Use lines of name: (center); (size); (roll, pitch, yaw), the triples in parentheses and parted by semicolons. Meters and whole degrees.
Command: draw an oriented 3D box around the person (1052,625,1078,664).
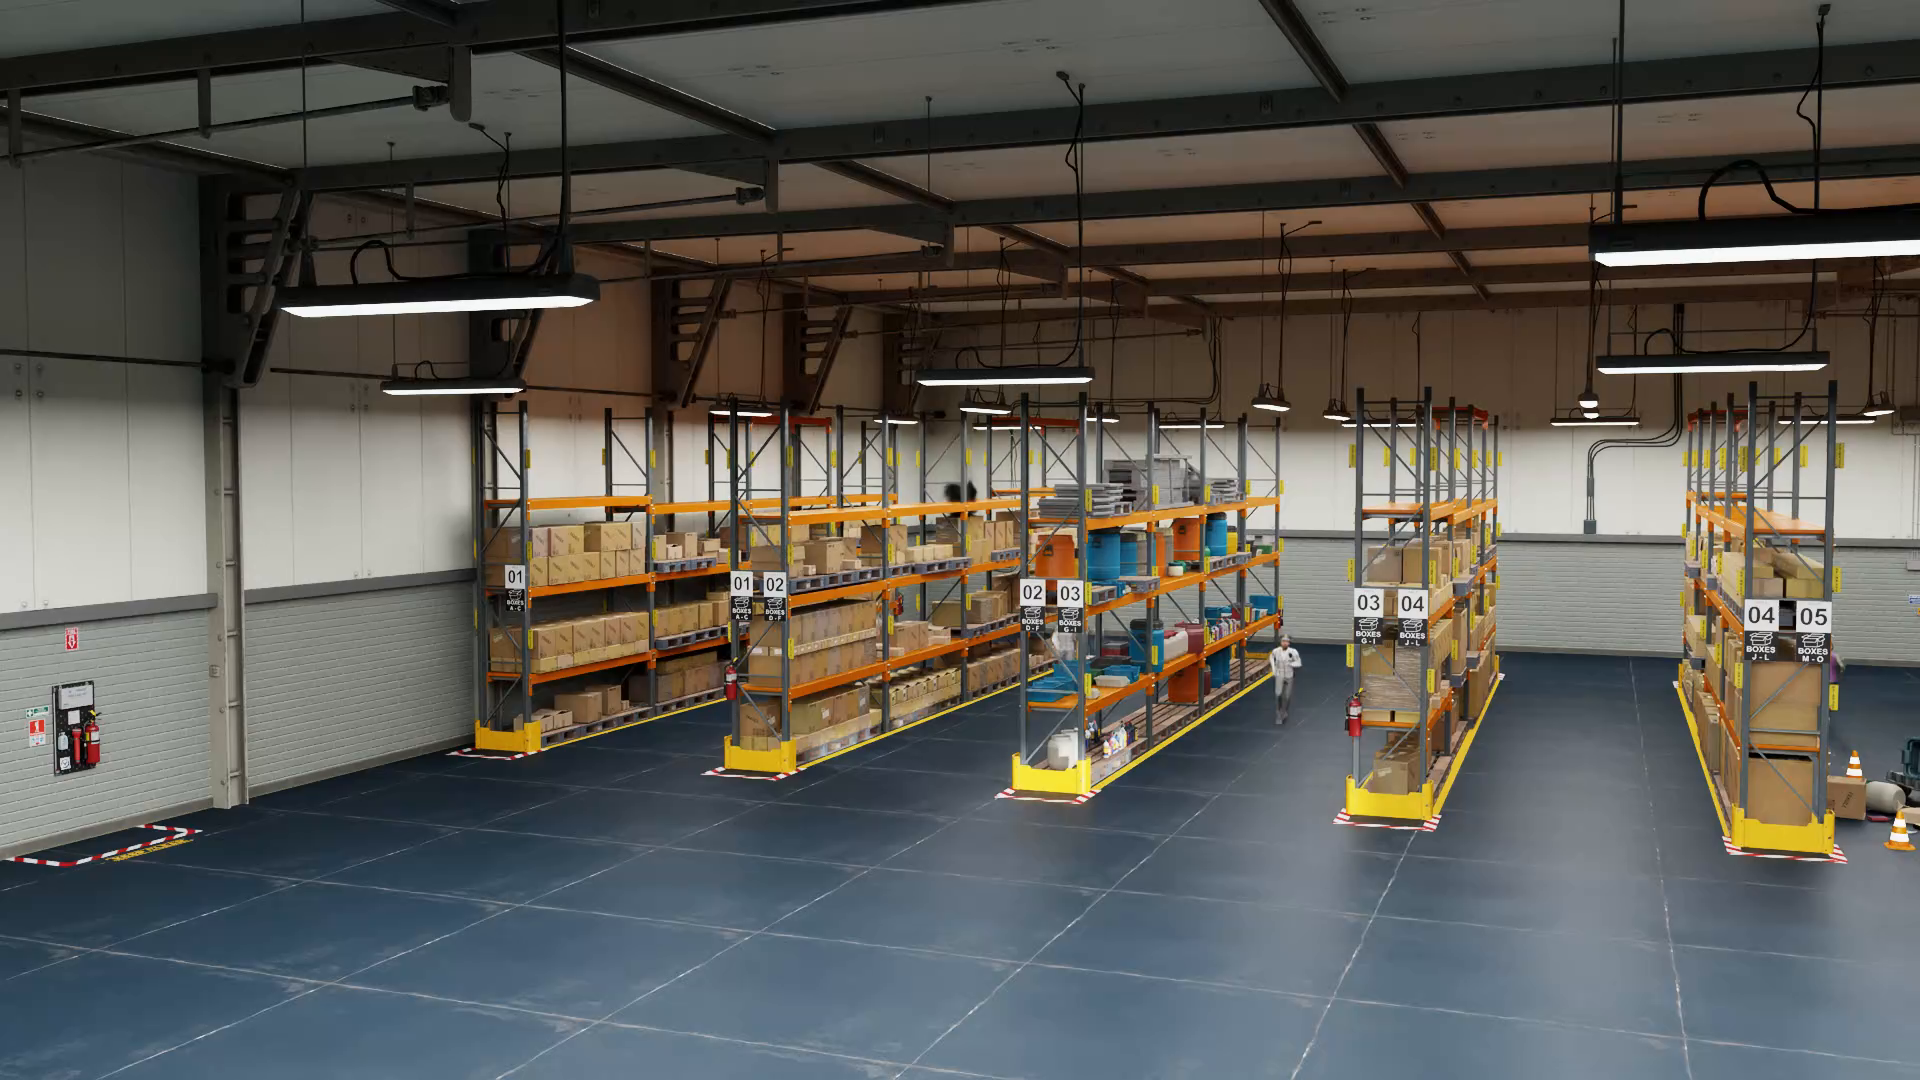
person: (2.177, 2.257, 33.832); (0.641, 1.668, 0.770); (1, 3, 17)

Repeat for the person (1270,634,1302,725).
person: (6.182, 2.636, 31.571); (0.589, 1.741, 0.794); (0, 3, 10)

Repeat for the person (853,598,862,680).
person: (-2.252, 2.132, 35.587); (0.643, 1.773, 0.575); (1, 3, 12)

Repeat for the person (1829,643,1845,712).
person: (16.334, 2.676, 31.324); (0.545, 1.574, 0.859); (1, 3, 19)
